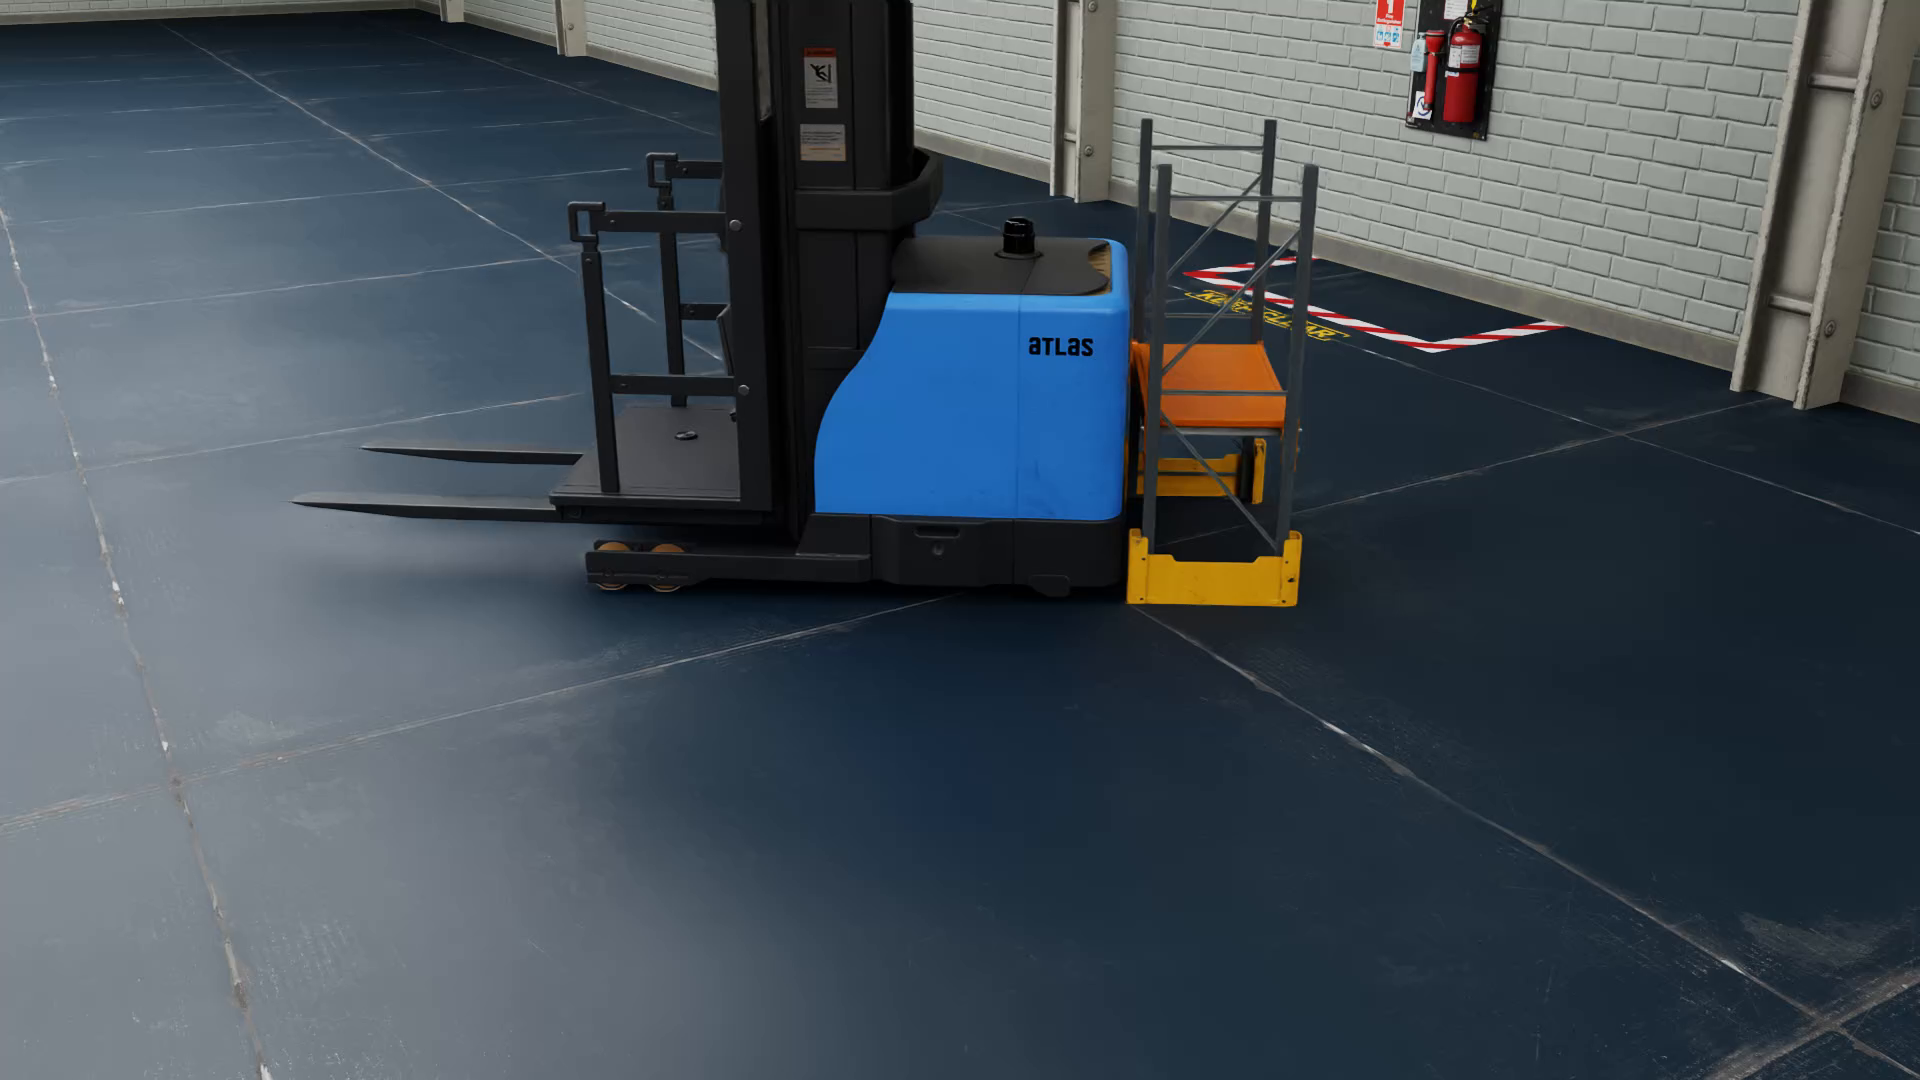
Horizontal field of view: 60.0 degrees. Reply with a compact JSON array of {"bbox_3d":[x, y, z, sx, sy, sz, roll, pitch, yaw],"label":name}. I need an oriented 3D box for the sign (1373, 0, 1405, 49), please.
[{"bbox_3d":[2.568,-3.115,9.945,0.001,0.329,0.234,-13,25,-28],"label":"sign"}]

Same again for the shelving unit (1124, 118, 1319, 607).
[{"bbox_3d":[0.898,-0.671,5.971,0.587,1.500,1.083,1,22,3],"label":"shelving unit"}]

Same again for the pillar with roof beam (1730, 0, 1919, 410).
[{"bbox_3d":[0.290,-4.044,4.310,9.100,9.000,0.400,-13,25,-28],"label":"pillar with roof beam"}]

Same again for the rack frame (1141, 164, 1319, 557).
[{"bbox_3d":[0.874,-0.483,5.509,0.500,1.500,0.032,1,22,3],"label":"rack frame"}]

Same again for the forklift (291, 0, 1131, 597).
[{"bbox_3d":[-0.906,-1.369,5.788,3.031,2.935,1.130,2,22,4],"label":"forklift"}]

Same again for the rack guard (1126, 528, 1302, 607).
[{"bbox_3d":[0.874,0.095,5.746,0.587,0.250,0.087,1,22,3],"label":"rack guard"}]

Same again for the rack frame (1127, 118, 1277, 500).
[{"bbox_3d":[0.923,-0.866,6.450,0.500,1.500,0.032,1,22,3],"label":"rack frame"}]

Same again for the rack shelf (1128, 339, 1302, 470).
[{"bbox_3d":[0.899,-0.508,6.047,0.538,0.185,1.000,1,22,3],"label":"rack shelf"}]

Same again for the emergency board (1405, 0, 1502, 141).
[{"bbox_3d":[2.762,-2.900,9.463,0.194,1.169,0.643,-13,25,-28],"label":"emergency board"}]

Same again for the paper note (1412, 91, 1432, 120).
[{"bbox_3d":[2.730,-2.563,9.802,0.016,0.148,0.142,-13,25,-28],"label":"paper note"}]

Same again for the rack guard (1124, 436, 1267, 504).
[{"bbox_3d":[0.922,-0.280,6.667,0.587,0.250,0.087,1,22,3],"label":"rack guard"}]

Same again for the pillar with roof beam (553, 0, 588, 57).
[{"bbox_3d":[-8.905,-9.871,18.645,9.100,9.000,0.400,-13,25,-28],"label":"pillar with roof beam"}]

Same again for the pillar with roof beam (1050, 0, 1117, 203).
[{"bbox_3d":[-2.775,-5.986,9.088,9.100,9.000,0.400,-13,25,-28],"label":"pillar with roof beam"}]

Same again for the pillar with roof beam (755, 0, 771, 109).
[{"bbox_3d":[-5.840,-7.928,13.867,9.100,9.000,0.400,-13,25,-28],"label":"pillar with roof beam"}]

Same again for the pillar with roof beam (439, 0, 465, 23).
[{"bbox_3d":[-11.969,-11.813,23.424,9.100,9.000,0.400,-13,25,-28],"label":"pillar with roof beam"}]
